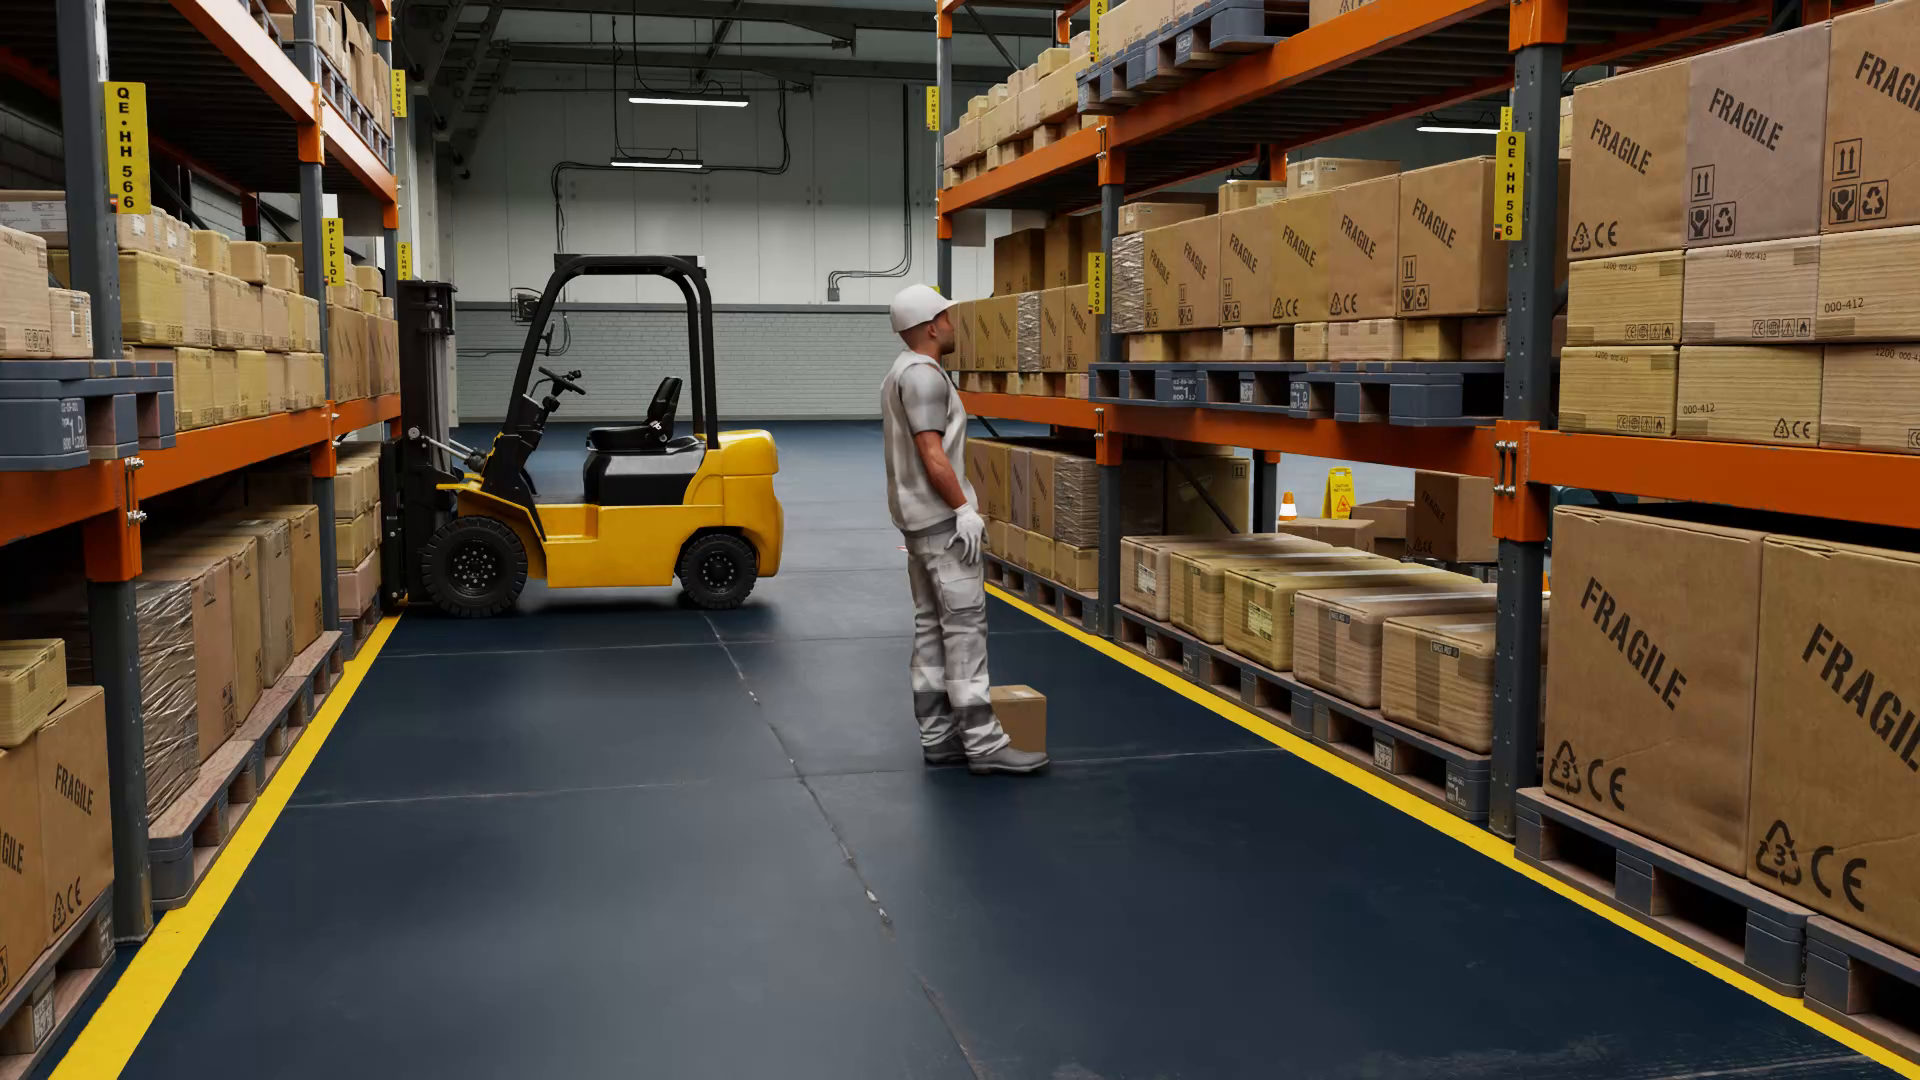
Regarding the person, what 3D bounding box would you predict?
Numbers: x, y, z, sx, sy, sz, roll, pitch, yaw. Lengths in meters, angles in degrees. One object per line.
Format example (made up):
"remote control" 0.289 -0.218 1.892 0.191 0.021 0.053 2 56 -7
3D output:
"person" -0.005 -0.056 6.228 0.564 1.788 0.627 -1 6 -14
